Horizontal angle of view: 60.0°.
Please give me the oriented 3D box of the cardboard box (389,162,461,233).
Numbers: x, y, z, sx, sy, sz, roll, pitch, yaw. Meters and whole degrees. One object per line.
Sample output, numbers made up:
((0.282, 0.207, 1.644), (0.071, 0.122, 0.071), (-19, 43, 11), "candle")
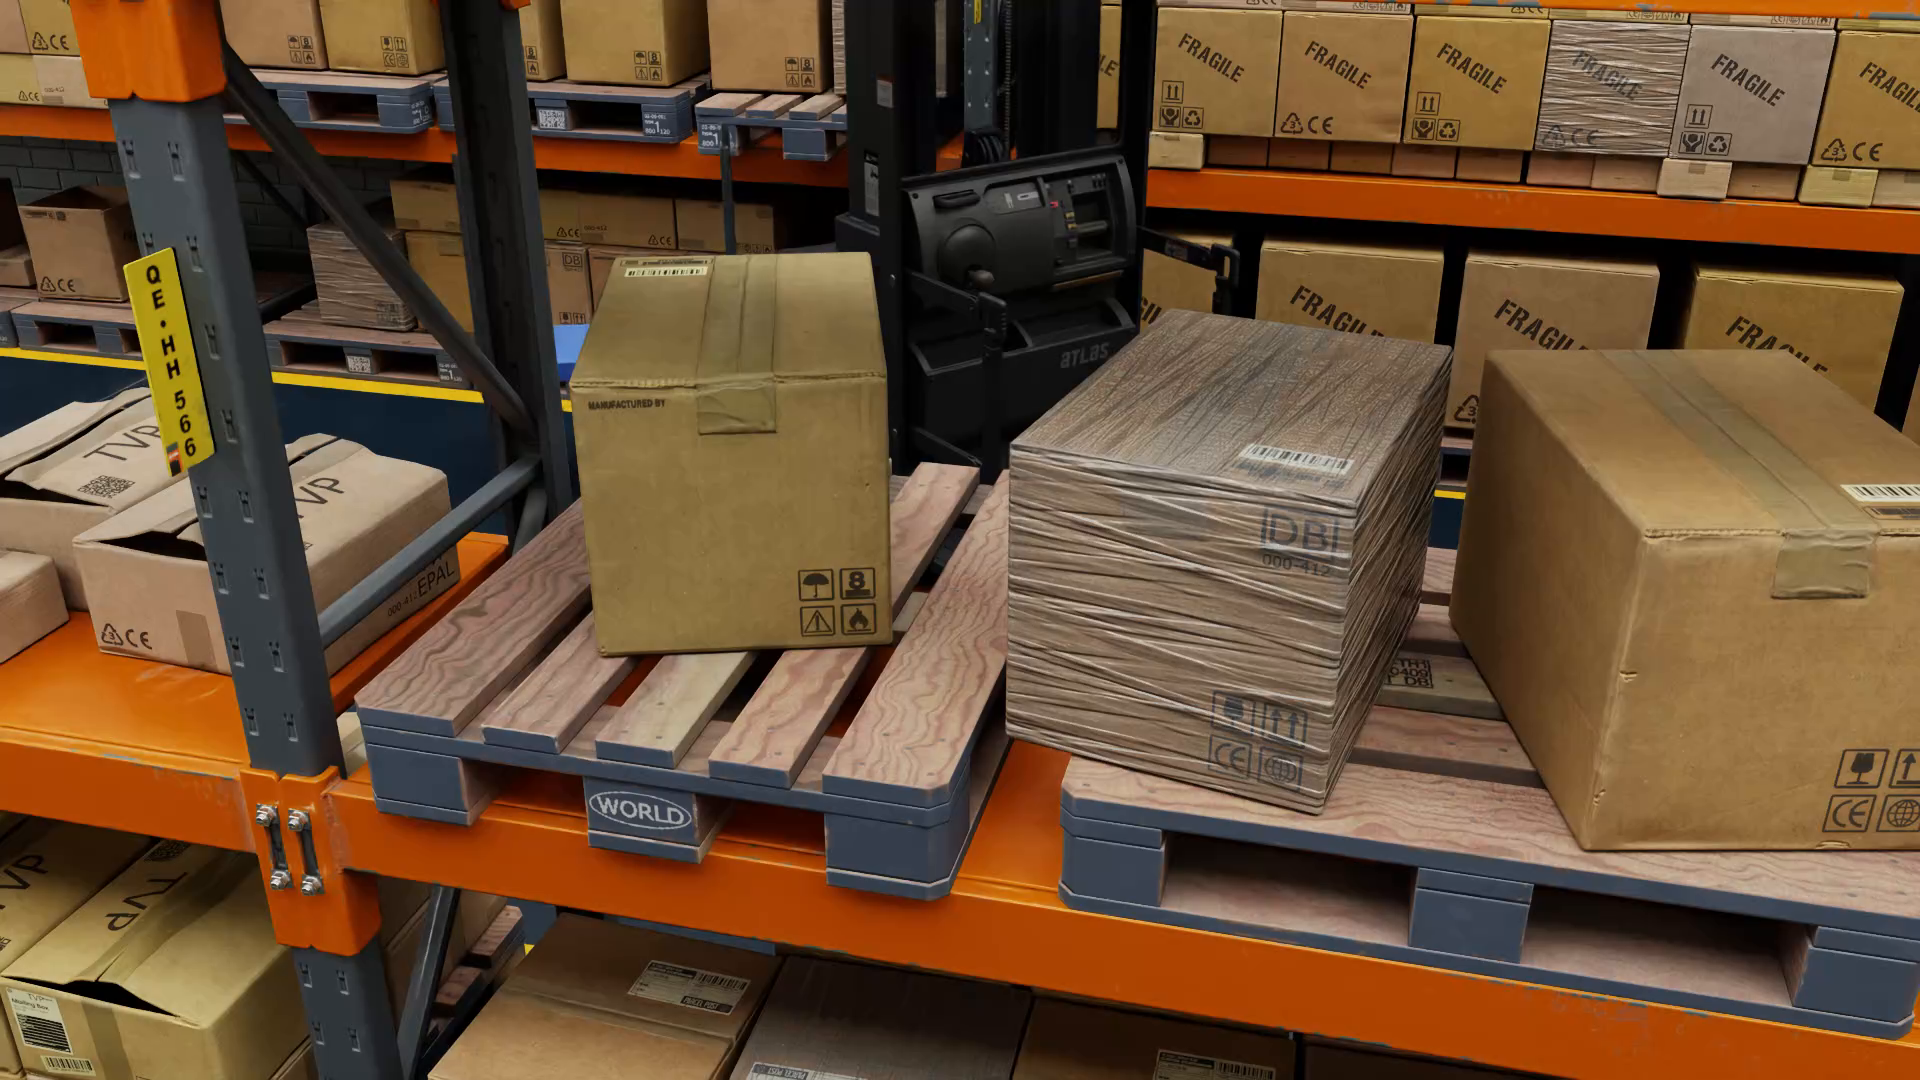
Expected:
((-2.532, -1.751, 8.463), (0.500, 0.250, 0.500), (6, 26, 12), "cardboard box")

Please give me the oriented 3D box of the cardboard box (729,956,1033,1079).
((-0.155, 1.182, 3.174), (0.500, 0.500, 0.500), (5, 26, 11), "cardboard box")

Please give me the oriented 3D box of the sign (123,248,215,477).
((-1.168, -0.261, 2.461), (0.005, 0.325, 0.100), (6, 26, 13), "sign")

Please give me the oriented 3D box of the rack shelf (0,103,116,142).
((-5.614, -2.350, 9.033), (4.000, 0.370, 1.077), (6, 26, 13), "rack shelf")

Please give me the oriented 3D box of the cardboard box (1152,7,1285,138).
((1.109, -2.002, 6.980), (0.500, 0.500, 0.500), (7, 26, 15), "cardboard box")

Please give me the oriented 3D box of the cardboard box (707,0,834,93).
((-0.808, -2.371, 7.612), (0.500, 0.500, 0.700), (4, 26, 8), "cardboard box")

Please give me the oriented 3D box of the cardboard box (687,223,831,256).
((-0.983, -1.261, 8.305), (0.500, 0.500, 0.700), (6, 26, 13), "cardboard box")

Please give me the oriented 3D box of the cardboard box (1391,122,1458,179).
((1.947, -1.636, 6.967), (0.250, 0.149, 0.380), (6, 26, 13), "cardboard box")

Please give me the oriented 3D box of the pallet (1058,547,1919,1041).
((0.852, 0.323, 2.804), (1.213, 0.211, 1.003), (6, 26, 13), "pallet")

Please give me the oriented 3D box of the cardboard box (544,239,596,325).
((-1.962, -1.353, 8.498), (0.500, 0.500, 0.700), (7, 26, 14), "cardboard box")

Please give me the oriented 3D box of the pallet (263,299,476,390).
((-2.922, -1.119, 8.854), (1.213, 0.211, 1.003), (6, 26, 13), "pallet")

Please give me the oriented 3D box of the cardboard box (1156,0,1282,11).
((1.094, -2.346, 6.830), (0.500, 0.250, 0.500), (6, 26, 12), "cardboard box")

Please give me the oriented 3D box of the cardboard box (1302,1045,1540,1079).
((0.837, 1.291, 2.944), (0.500, 0.500, 0.500), (5, 26, 11), "cardboard box")

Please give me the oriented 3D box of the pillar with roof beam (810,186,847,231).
((-1.918, -3.448, 3.524), (0.400, 9.000, 9.100), (6, 26, 13), "pillar with roof beam")

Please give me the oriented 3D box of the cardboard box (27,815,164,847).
((-1.978, 0.598, 4.062), (0.500, 0.311, 0.500), (6, 26, 12), "cardboard box")

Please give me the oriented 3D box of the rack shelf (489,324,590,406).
((-1.452, -0.764, 7.028), (1.000, 0.185, 0.538), (-3, 26, -6), "rack shelf")

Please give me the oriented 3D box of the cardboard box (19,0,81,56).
((-4.211, -2.662, 8.131), (0.500, 0.500, 0.500), (6, 26, 13), "cardboard box")

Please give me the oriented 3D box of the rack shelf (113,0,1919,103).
((0.904, -0.785, 2.256), (4.000, 0.370, 1.077), (6, 26, 13), "rack shelf")

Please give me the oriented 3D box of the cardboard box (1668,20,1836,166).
((3.065, -1.787, 6.529), (0.500, 0.500, 0.500), (7, 26, 13), "cardboard box")

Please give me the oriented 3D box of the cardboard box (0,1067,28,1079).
((-2.103, 1.074, 3.715), (0.500, 0.250, 0.500), (6, 26, 12), "cardboard box")

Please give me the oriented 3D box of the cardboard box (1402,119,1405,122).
((2.077, -1.844, 7.403), (0.250, 0.149, 0.380), (6, 26, 12), "cardboard box")

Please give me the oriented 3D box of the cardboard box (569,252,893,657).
((-0.395, -0.184, 3.041), (0.500, 0.500, 0.700), (-2, 26, -5), "cardboard box")

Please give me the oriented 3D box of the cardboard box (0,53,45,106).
((-4.691, -2.383, 8.417), (0.500, 0.250, 0.500), (6, 26, 13), "cardboard box")

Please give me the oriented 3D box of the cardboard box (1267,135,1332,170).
((1.465, -1.702, 7.104), (0.250, 0.149, 0.380), (7, 26, 14), "cardboard box")

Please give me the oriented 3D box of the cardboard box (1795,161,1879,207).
((3.423, -1.435, 6.544), (0.250, 0.149, 0.380), (7, 26, 14), "cardboard box")

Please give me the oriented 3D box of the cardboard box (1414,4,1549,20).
((2.075, -2.242, 6.612), (0.500, 0.250, 0.500), (6, 26, 12), "cardboard box")

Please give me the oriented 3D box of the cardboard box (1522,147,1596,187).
((2.454, -1.572, 6.832), (0.250, 0.149, 0.380), (6, 26, 12), "cardboard box")

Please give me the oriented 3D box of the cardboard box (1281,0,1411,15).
((1.579, -2.294, 6.721), (0.500, 0.250, 0.500), (6, 26, 13), "cardboard box")

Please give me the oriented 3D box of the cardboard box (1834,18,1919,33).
((3.555, -2.074, 6.260), (0.500, 0.250, 0.500), (7, 26, 14), "cardboard box")

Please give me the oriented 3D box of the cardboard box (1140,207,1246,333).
((0.877, -1.118, 7.621), (0.750, 0.750, 0.750), (6, 26, 12), "cardboard box")

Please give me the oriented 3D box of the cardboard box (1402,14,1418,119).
((2.199, -2.114, 7.215), (0.500, 0.500, 0.500), (7, 26, 15), "cardboard box")

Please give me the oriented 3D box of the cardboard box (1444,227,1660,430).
((2.548, -0.932, 7.231), (0.750, 0.750, 0.750), (7, 26, 15), "cardboard box")

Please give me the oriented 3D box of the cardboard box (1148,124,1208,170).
((0.937, -1.702, 7.104), (0.250, 0.149, 0.380), (7, 26, 15), "cardboard box")

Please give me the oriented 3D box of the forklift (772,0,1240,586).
((0.351, -1.064, 5.575), (1.130, 2.935, 3.031), (-17, 30, -31), "forklift")

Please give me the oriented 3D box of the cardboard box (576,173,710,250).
((-1.549, -1.636, 8.221), (0.500, 0.250, 0.500), (6, 26, 13), "cardboard box")

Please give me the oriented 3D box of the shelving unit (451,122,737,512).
((-1.452, -0.926, 6.950), (1.048, 1.500, 0.538), (-3, 26, -6), "shelving unit")

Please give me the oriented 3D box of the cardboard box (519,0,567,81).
((-2.007, -2.515, 7.915), (0.500, 0.500, 0.700), (10, 27, 20), "cardboard box")

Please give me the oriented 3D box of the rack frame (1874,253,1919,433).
((4.071, -1.604, 6.629), (0.127, 3.000, 1.000), (6, 26, 13), "rack frame")

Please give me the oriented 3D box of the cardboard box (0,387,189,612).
((-1.851, -0.106, 3.586), (0.500, 0.311, 0.500), (6, 26, 12), "cardboard box")

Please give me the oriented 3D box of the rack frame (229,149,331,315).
((-3.677, -2.460, 8.428), (0.127, 3.000, 1.000), (6, 26, 13), "rack frame")

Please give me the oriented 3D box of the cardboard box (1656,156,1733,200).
((2.913, -1.485, 6.649), (0.250, 0.149, 0.380), (6, 26, 13), "cardboard box")

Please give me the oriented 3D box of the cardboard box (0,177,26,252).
((-5.653, -1.687, 9.199), (0.500, 0.500, 0.700), (5, 26, 10), "cardboard box")

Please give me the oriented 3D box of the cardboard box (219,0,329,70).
((-3.192, -2.635, 8.168), (0.500, 0.500, 0.700), (6, 26, 13), "cardboard box")

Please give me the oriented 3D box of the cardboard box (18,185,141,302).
((-4.692, -1.625, 9.070), (0.500, 0.500, 0.500), (4, 26, 9), "cardboard box")

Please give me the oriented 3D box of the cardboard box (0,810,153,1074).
((-2.106, 0.823, 3.590), (0.500, 0.311, 0.500), (6, 26, 12), "cardboard box")

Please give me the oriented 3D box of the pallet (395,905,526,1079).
((-1.820, 1.185, 4.015), (1.213, 0.211, 1.003), (6, 26, 13), "pallet")

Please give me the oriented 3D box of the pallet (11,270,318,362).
((-4.336, -1.259, 9.148), (1.213, 0.211, 1.003), (6, 26, 13), "pallet")

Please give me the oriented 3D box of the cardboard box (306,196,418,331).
((-2.960, -1.458, 8.720), (0.500, 0.500, 0.700), (7, 26, 15), "cardboard box")

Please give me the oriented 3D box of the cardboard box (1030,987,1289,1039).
((0.433, 1.018, 3.517), (0.500, 0.500, 0.500), (5, 26, 11), "cardboard box")

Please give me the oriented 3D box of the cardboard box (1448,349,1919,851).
((1.115, 0.061, 2.528), (0.500, 0.500, 0.700), (0, 25, 0), "cardboard box")

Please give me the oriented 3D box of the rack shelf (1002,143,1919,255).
((2.134, -1.493, 7.234), (4.000, 0.370, 1.077), (6, 26, 13), "rack shelf")

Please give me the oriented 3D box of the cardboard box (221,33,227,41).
((-4.078, -2.541, 8.749), (0.500, 0.250, 0.500), (7, 26, 14), "cardboard box")

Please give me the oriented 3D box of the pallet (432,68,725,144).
((-1.730, -2.140, 7.979), (1.213, 0.211, 1.003), (6, 26, 13), "pallet")

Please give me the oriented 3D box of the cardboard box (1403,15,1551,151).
((2.096, -1.896, 6.757), (0.500, 0.500, 0.500), (7, 26, 14), "cardboard box")

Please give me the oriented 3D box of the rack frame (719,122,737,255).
((-0.947, -0.951, 7.003), (0.032, 1.500, 0.500), (-3, 26, -6), "rack frame")

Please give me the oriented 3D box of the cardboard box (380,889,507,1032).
((-1.467, 0.904, 4.072), (0.500, 0.250, 0.500), (6, 26, 13), "cardboard box")
